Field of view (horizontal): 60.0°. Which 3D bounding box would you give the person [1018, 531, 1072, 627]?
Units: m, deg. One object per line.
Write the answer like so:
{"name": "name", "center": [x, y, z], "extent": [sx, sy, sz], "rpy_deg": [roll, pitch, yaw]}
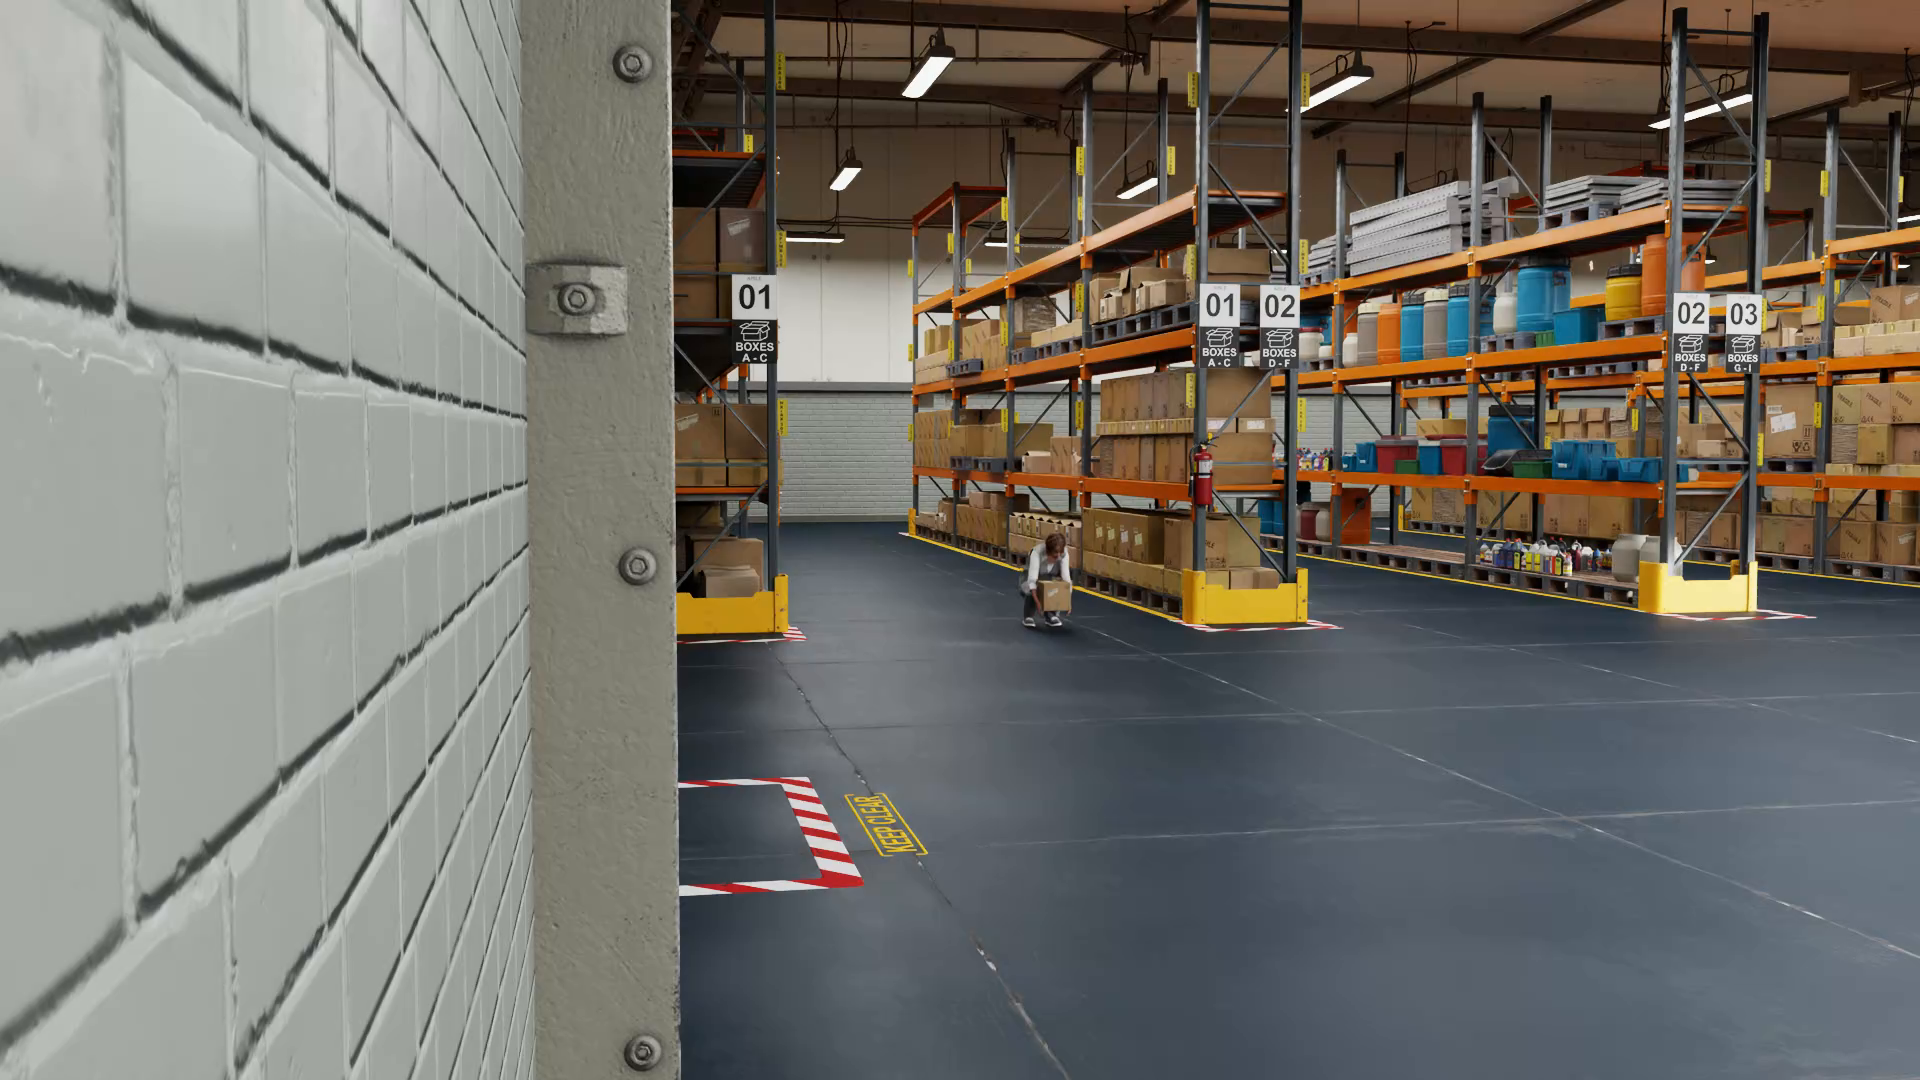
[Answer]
{"name": "person", "center": [0.788, 0.361, 15.358], "extent": [0.420, 0.907, 0.838], "rpy_deg": [-1, 3, -13]}
